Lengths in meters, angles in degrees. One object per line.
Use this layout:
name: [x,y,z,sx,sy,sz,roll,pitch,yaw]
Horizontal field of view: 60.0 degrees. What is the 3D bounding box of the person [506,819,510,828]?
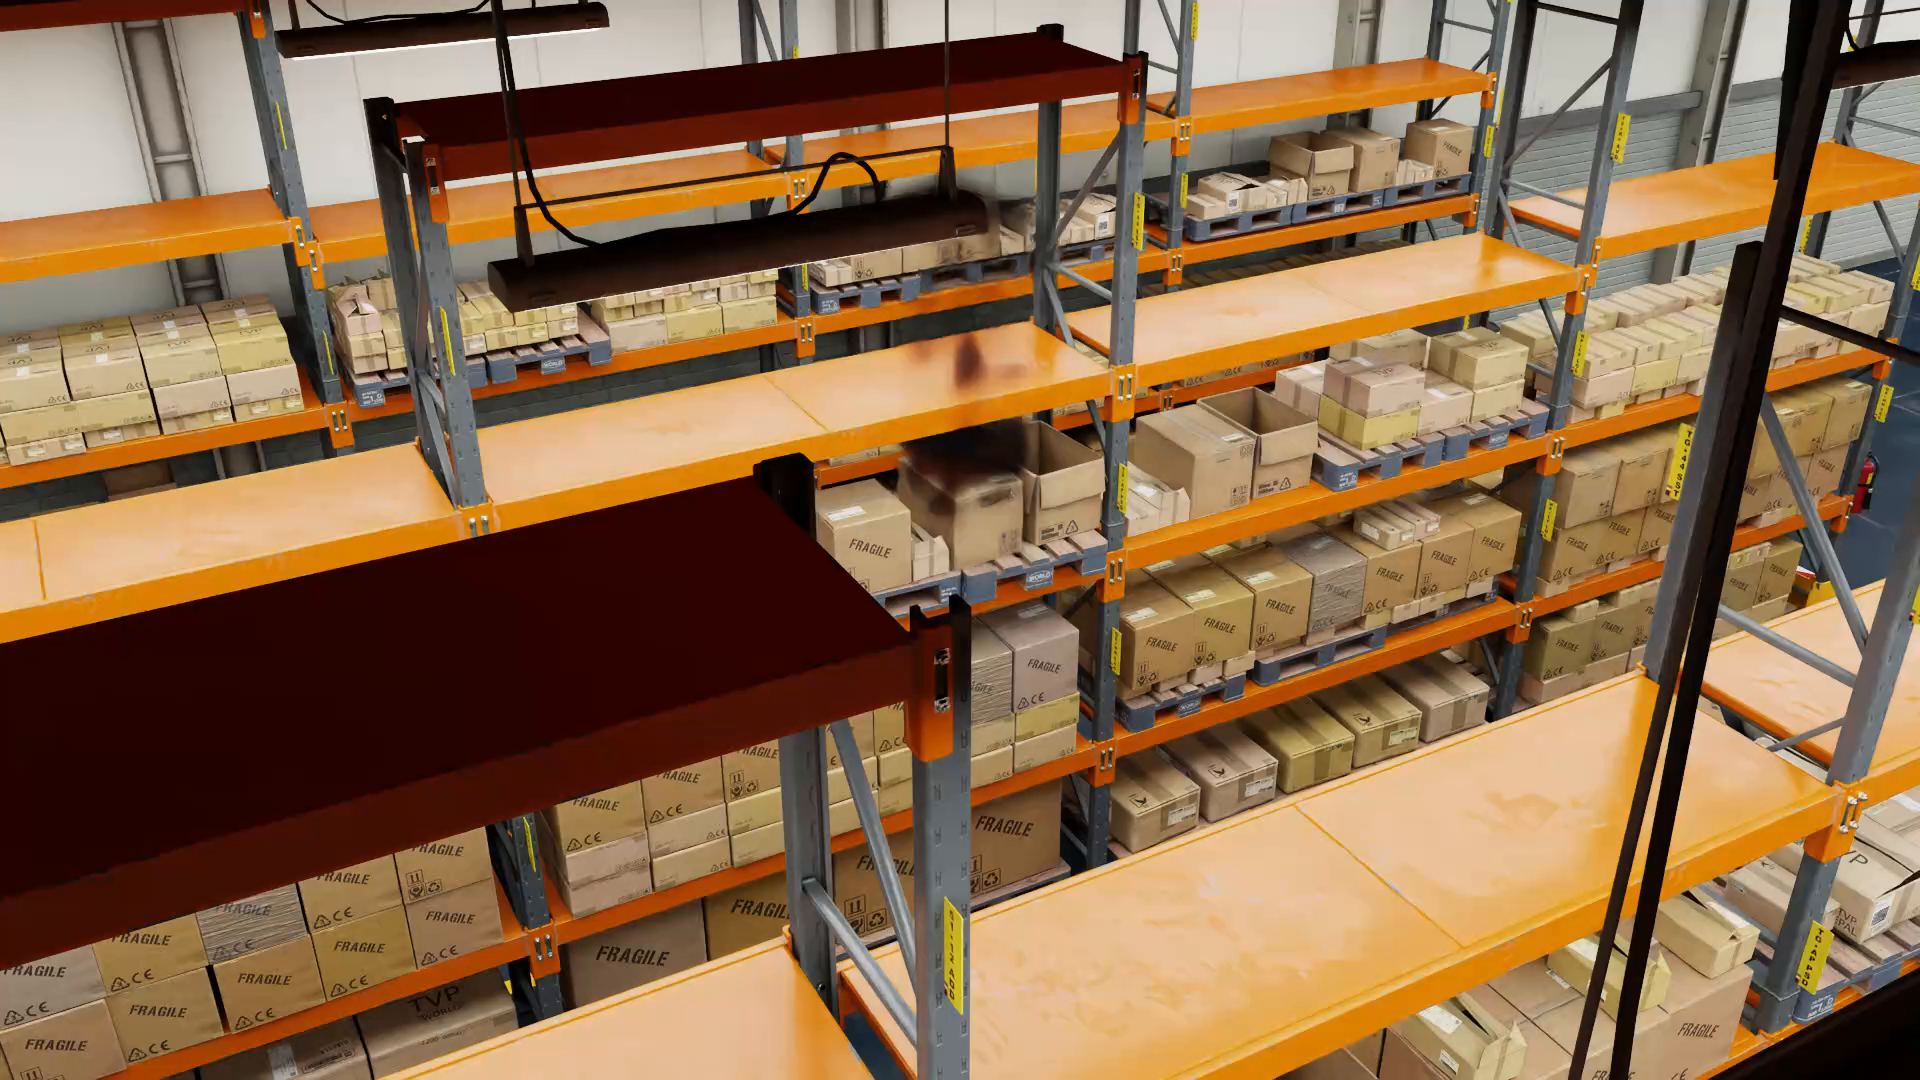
person: [-3.457,1.383,12.524,0.853,1.834,0.600,-18,33,-30]
